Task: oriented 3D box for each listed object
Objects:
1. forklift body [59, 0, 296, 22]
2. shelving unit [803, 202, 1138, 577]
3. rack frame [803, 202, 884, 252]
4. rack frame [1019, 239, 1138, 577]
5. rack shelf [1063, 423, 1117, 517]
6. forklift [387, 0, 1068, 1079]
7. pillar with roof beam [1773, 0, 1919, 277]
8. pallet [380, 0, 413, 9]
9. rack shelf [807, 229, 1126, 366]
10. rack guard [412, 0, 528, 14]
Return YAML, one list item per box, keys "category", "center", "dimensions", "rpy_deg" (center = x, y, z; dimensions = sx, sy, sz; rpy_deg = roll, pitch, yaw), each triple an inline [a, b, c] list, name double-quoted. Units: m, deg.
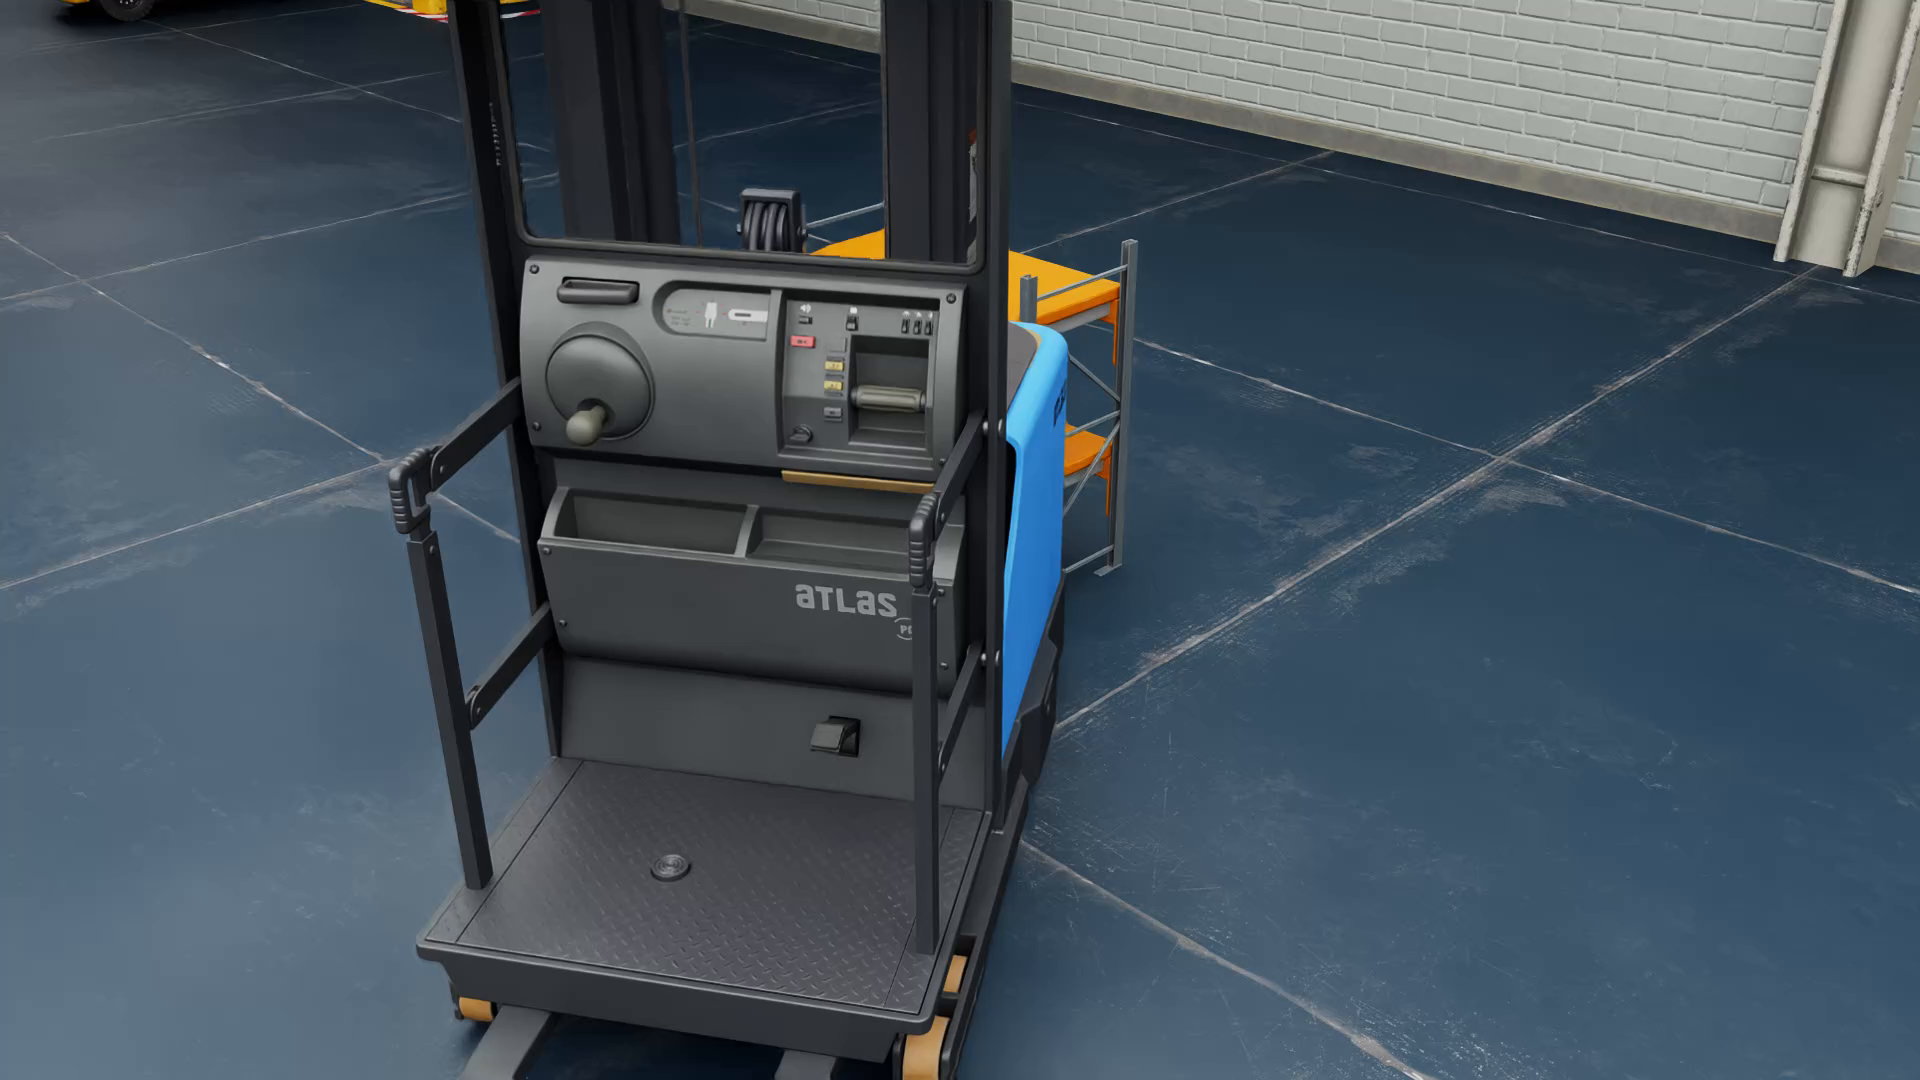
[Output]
- category: "forklift body"
  center: [-6.940, -5.767, 14.406]
  dimensions: [1.214, 2.155, 2.313]
  rpy_deg: [25, 36, 38]
- category: "shelving unit"
  center: [-0.005, -0.500, 5.492]
  dimensions: [1.048, 1.125, 0.538]
  rpy_deg: [25, 36, 38]
- category: "rack frame"
  center: [-0.367, -0.666, 5.808]
  dimensions: [0.032, 1.125, 0.500]
  rpy_deg: [25, 36, 38]
- category: "rack frame"
  center: [0.358, -0.334, 5.177]
  dimensions: [0.032, 1.125, 0.500]
  rpy_deg: [25, 36, 38]
- category: "rack shelf"
  center: [-0.005, -0.284, 5.606]
  dimensions: [1.000, 0.278, 0.538]
  rpy_deg: [25, 36, 38]
- category: "forklift"
  center: [-0.496, -0.317, 3.203]
  dimensions: [1.130, 2.935, 3.031]
  rpy_deg: [6, 28, 10]
- category: "pillar with roof beam"
  center: [1.365, -3.967, 3.624]
  dimensions: [0.400, 9.000, 9.100]
  rpy_deg: [25, 36, 38]
- category: "pallet"
  center: [-4.884, -5.131, 15.280]
  dimensions: [1.213, 0.211, 1.003]
  rpy_deg: [25, 36, 38]
- category: "rack shelf"
  center: [-0.005, -0.759, 5.356]
  dimensions: [1.000, 0.278, 0.538]
  rpy_deg: [25, 36, 38]
- category: "rack guard"
  center: [-4.292, -5.015, 14.750]
  dimensions: [0.348, 0.500, 1.175]
  rpy_deg: [25, 36, 38]
